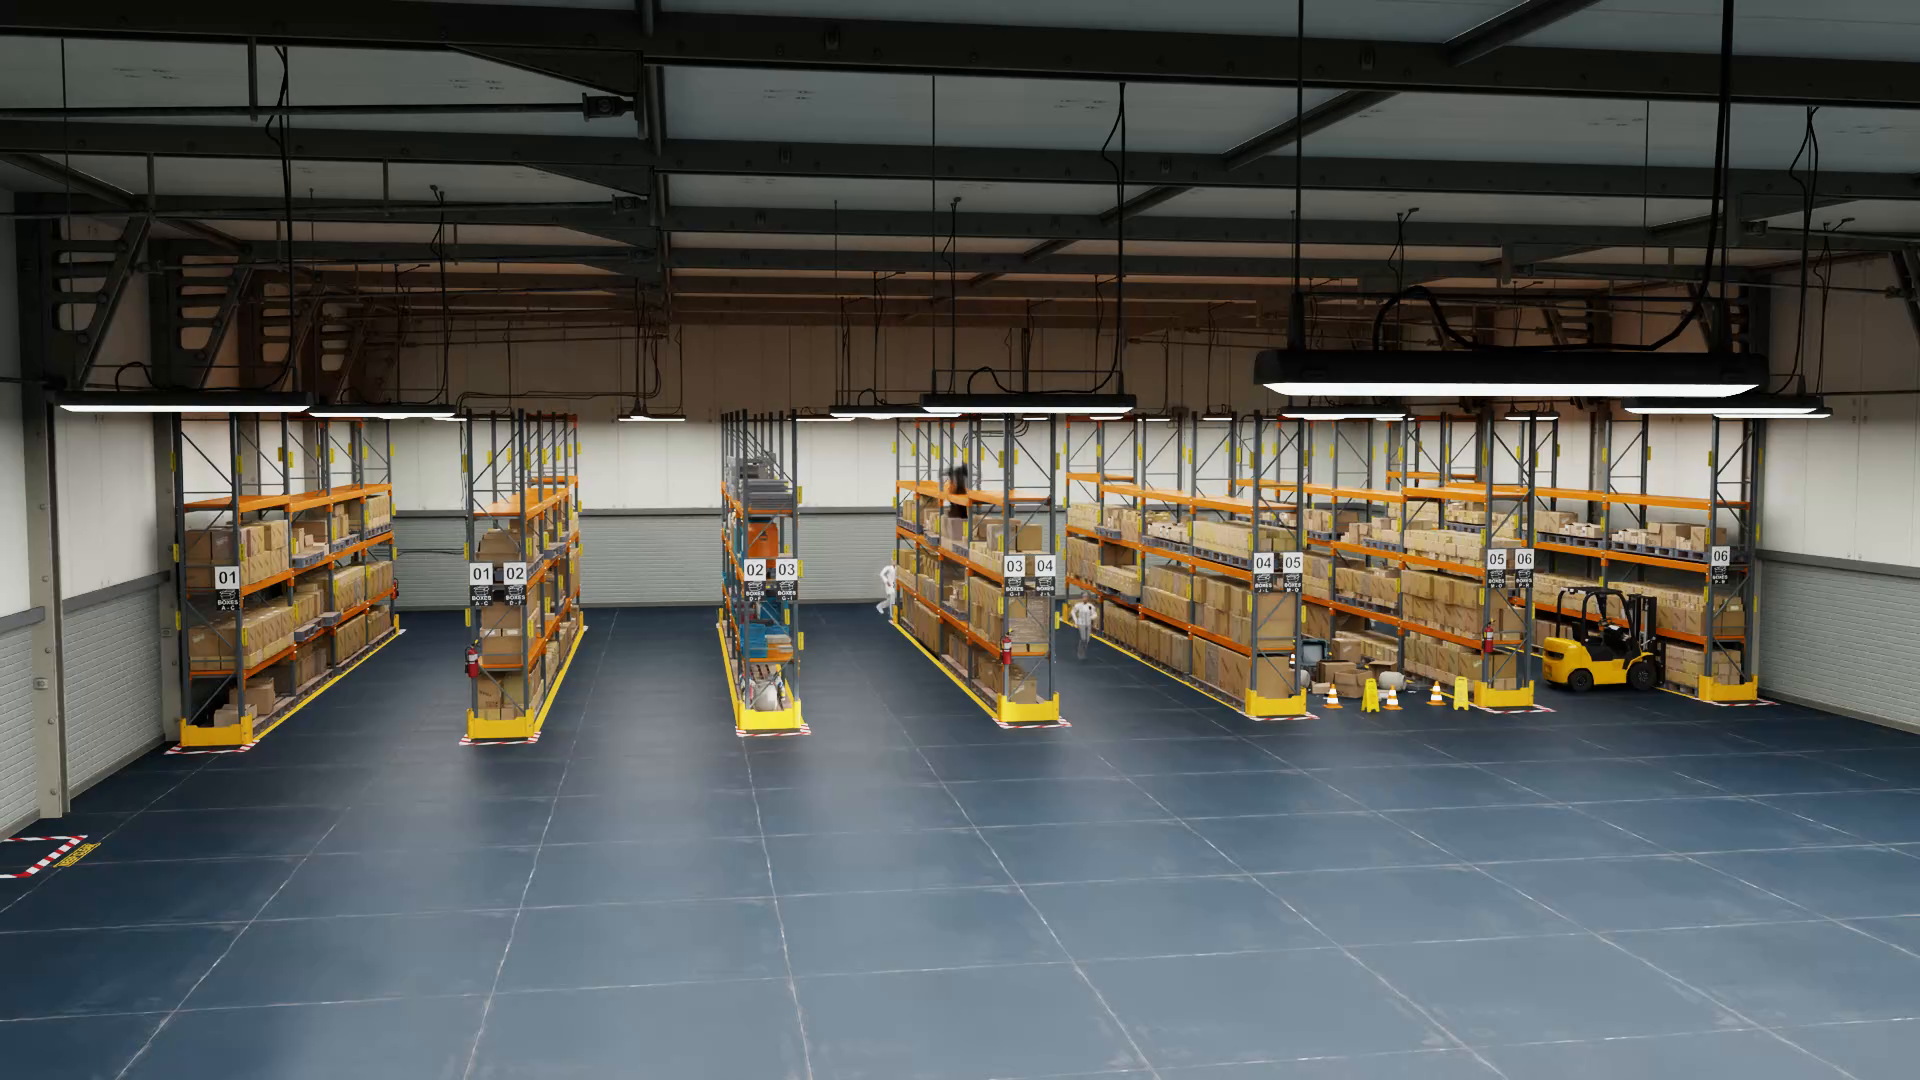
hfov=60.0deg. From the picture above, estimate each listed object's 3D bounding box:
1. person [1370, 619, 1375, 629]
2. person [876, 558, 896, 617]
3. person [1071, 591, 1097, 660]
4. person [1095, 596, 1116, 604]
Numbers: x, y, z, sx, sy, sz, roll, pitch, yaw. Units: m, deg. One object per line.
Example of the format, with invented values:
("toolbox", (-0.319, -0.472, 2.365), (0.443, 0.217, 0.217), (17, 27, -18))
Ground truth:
("person", (11.152, 1.630, 46.095), (0.619, 1.724, 0.972), (-2, 4, -24))
("person", (-2.078, 1.367, 49.554), (0.814, 1.662, 0.744), (3, 5, 37))
("person", (3.028, 2.071, 40.221), (0.576, 1.678, 0.653), (-1, 4, -12))
("person", (4.282, 1.420, 49.550), (0.944, 1.765, 0.623), (1, 4, 12))
